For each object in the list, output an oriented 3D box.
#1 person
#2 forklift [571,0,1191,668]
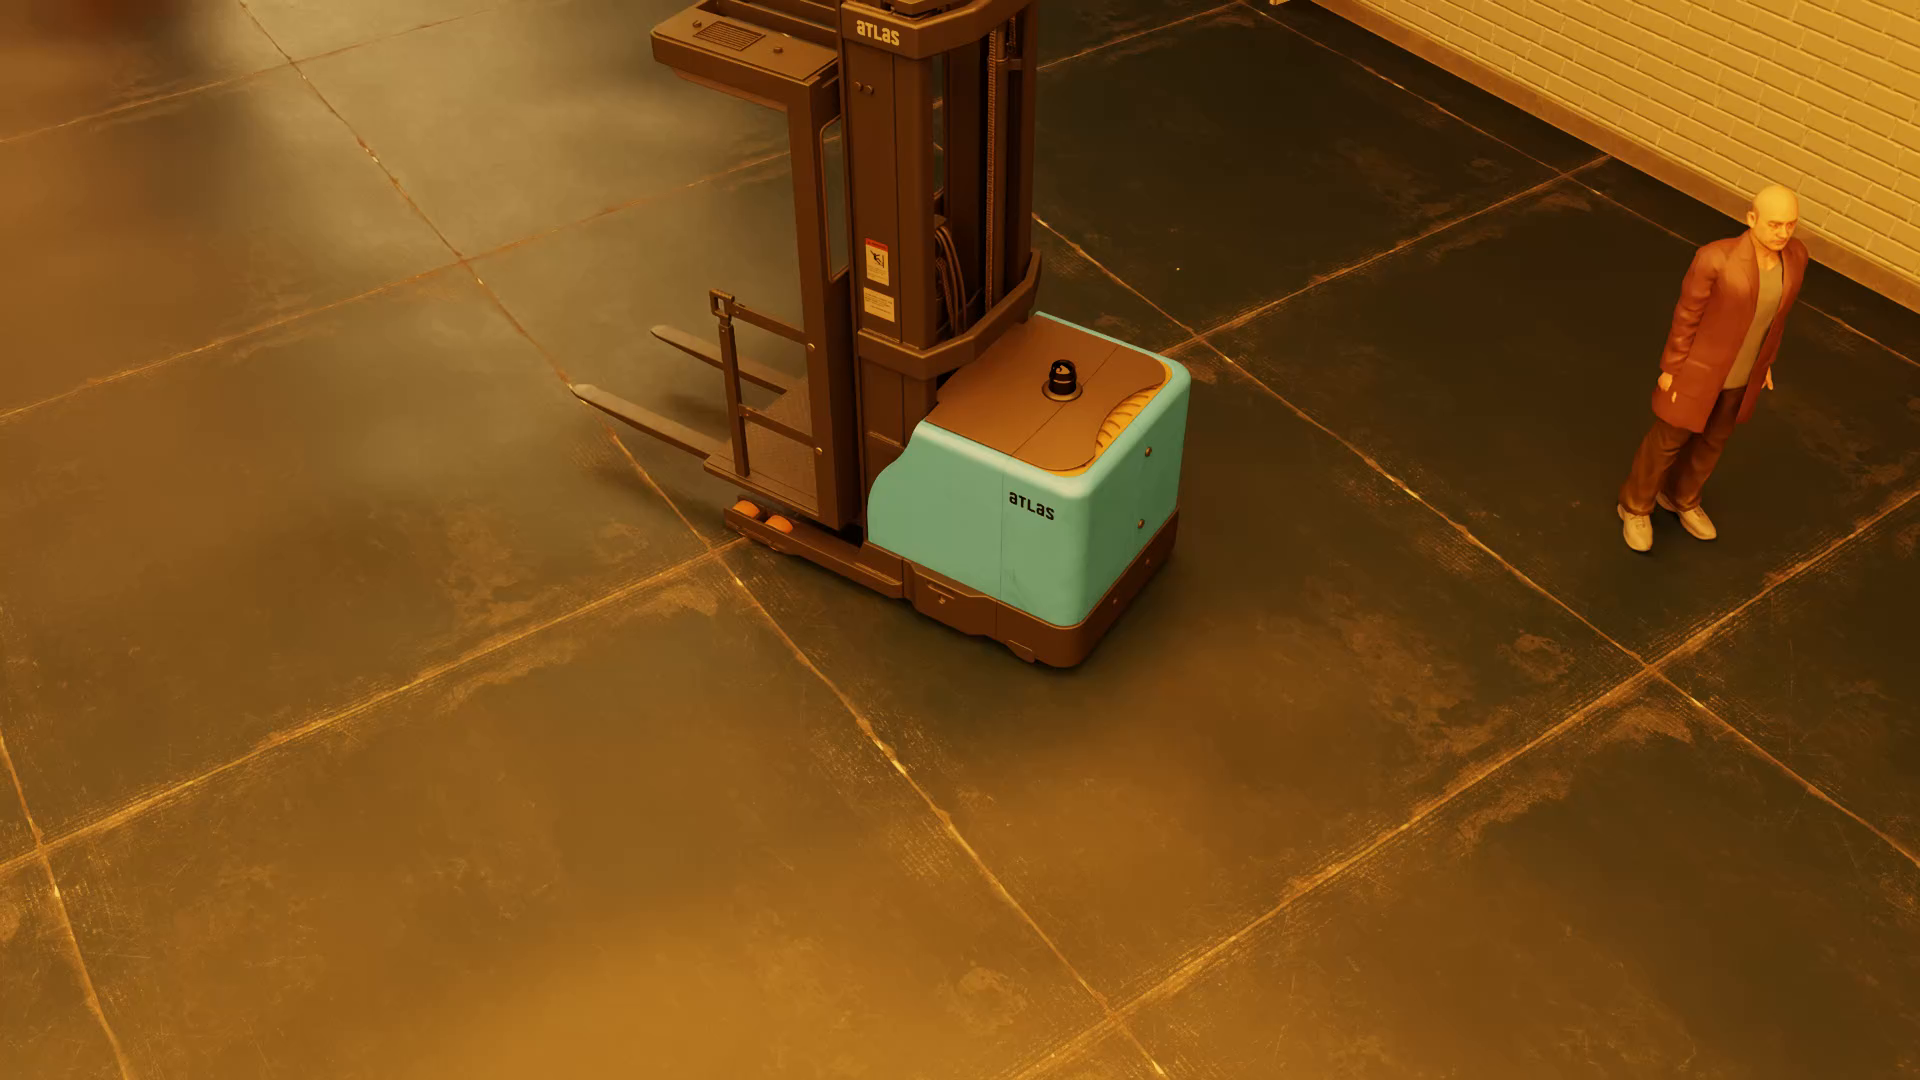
[{"bbox_3d":[3.380,-0.740,7.366,0.547,1.782,0.392,-8,43,-9],"label":"person"},{"bbox_3d":[-0.511,-1.302,7.129,3.031,2.935,1.130,24,48,24],"label":"forklift"}]
